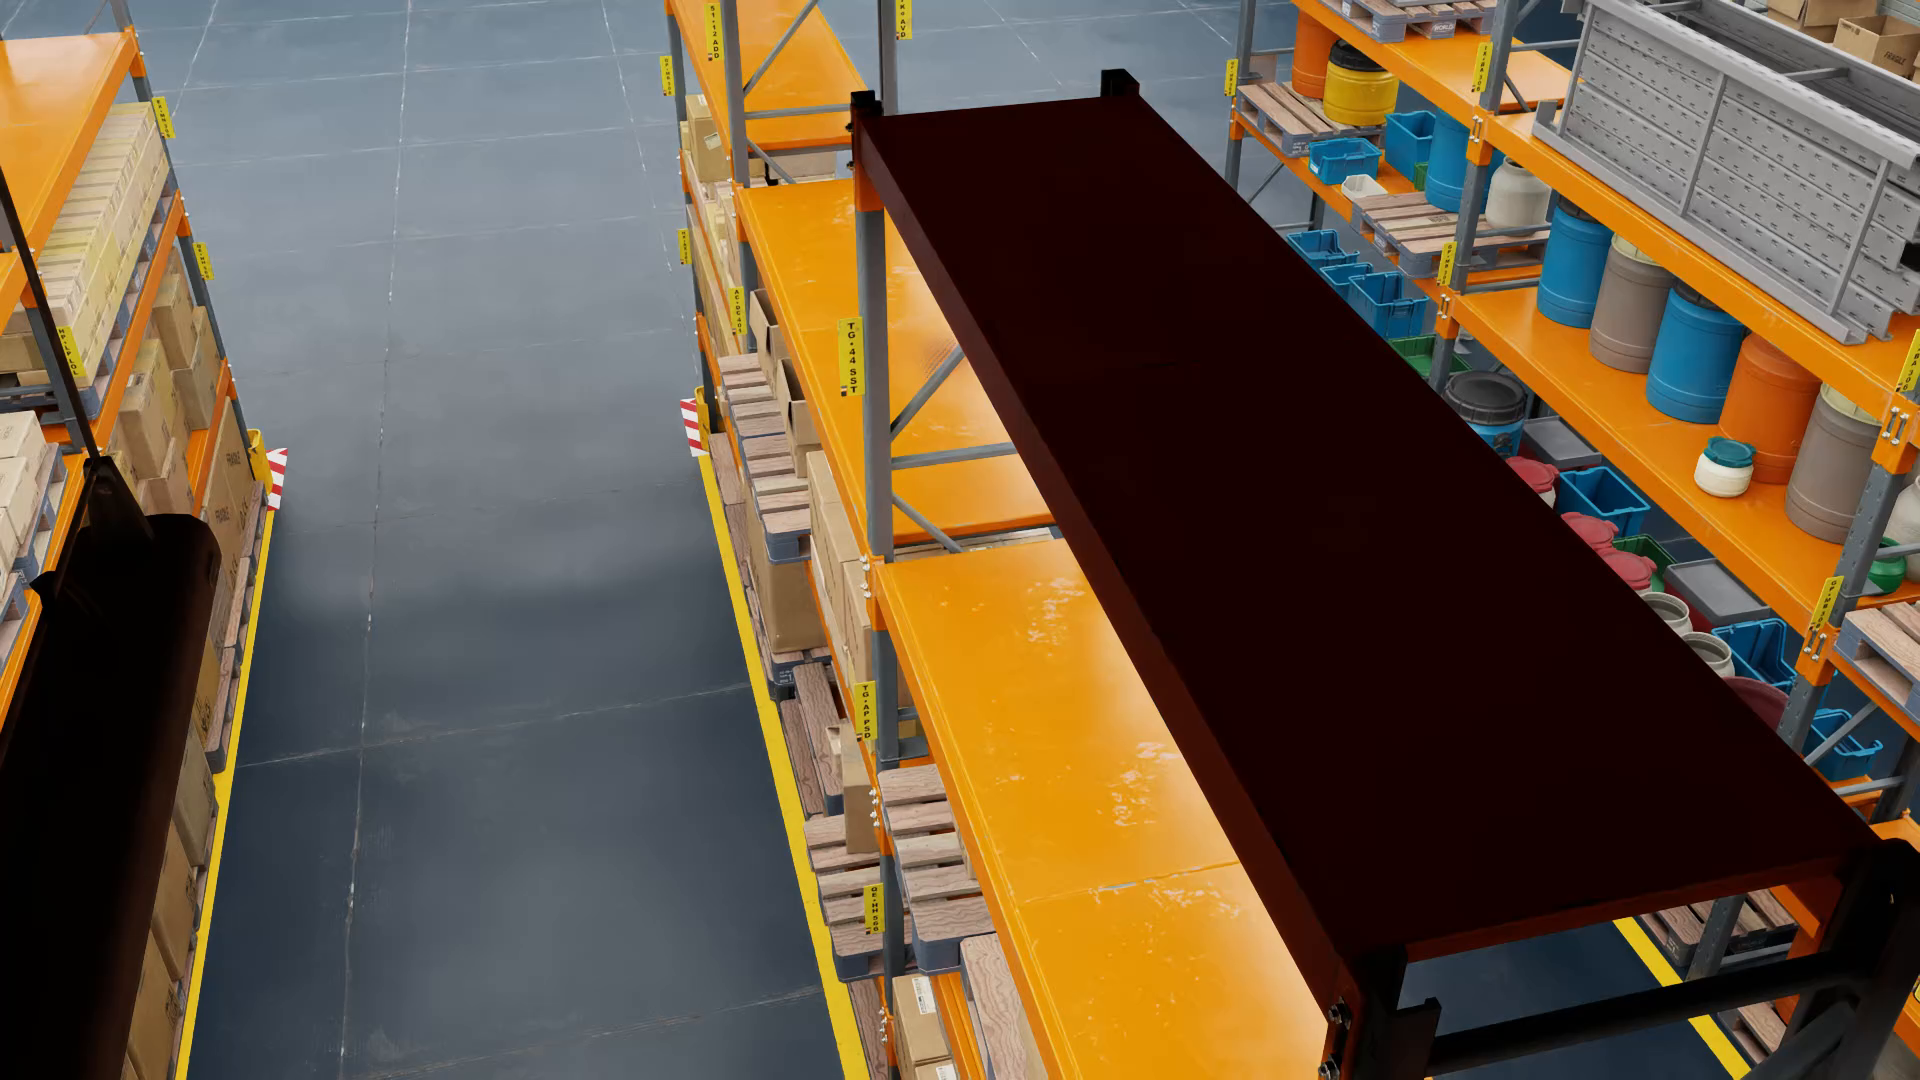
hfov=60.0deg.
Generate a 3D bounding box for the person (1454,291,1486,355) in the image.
[{"bbox_3d":[5.131,-2.676,16.542,0.527,1.683,0.402,-19,39,-26],"label":"person"}]
